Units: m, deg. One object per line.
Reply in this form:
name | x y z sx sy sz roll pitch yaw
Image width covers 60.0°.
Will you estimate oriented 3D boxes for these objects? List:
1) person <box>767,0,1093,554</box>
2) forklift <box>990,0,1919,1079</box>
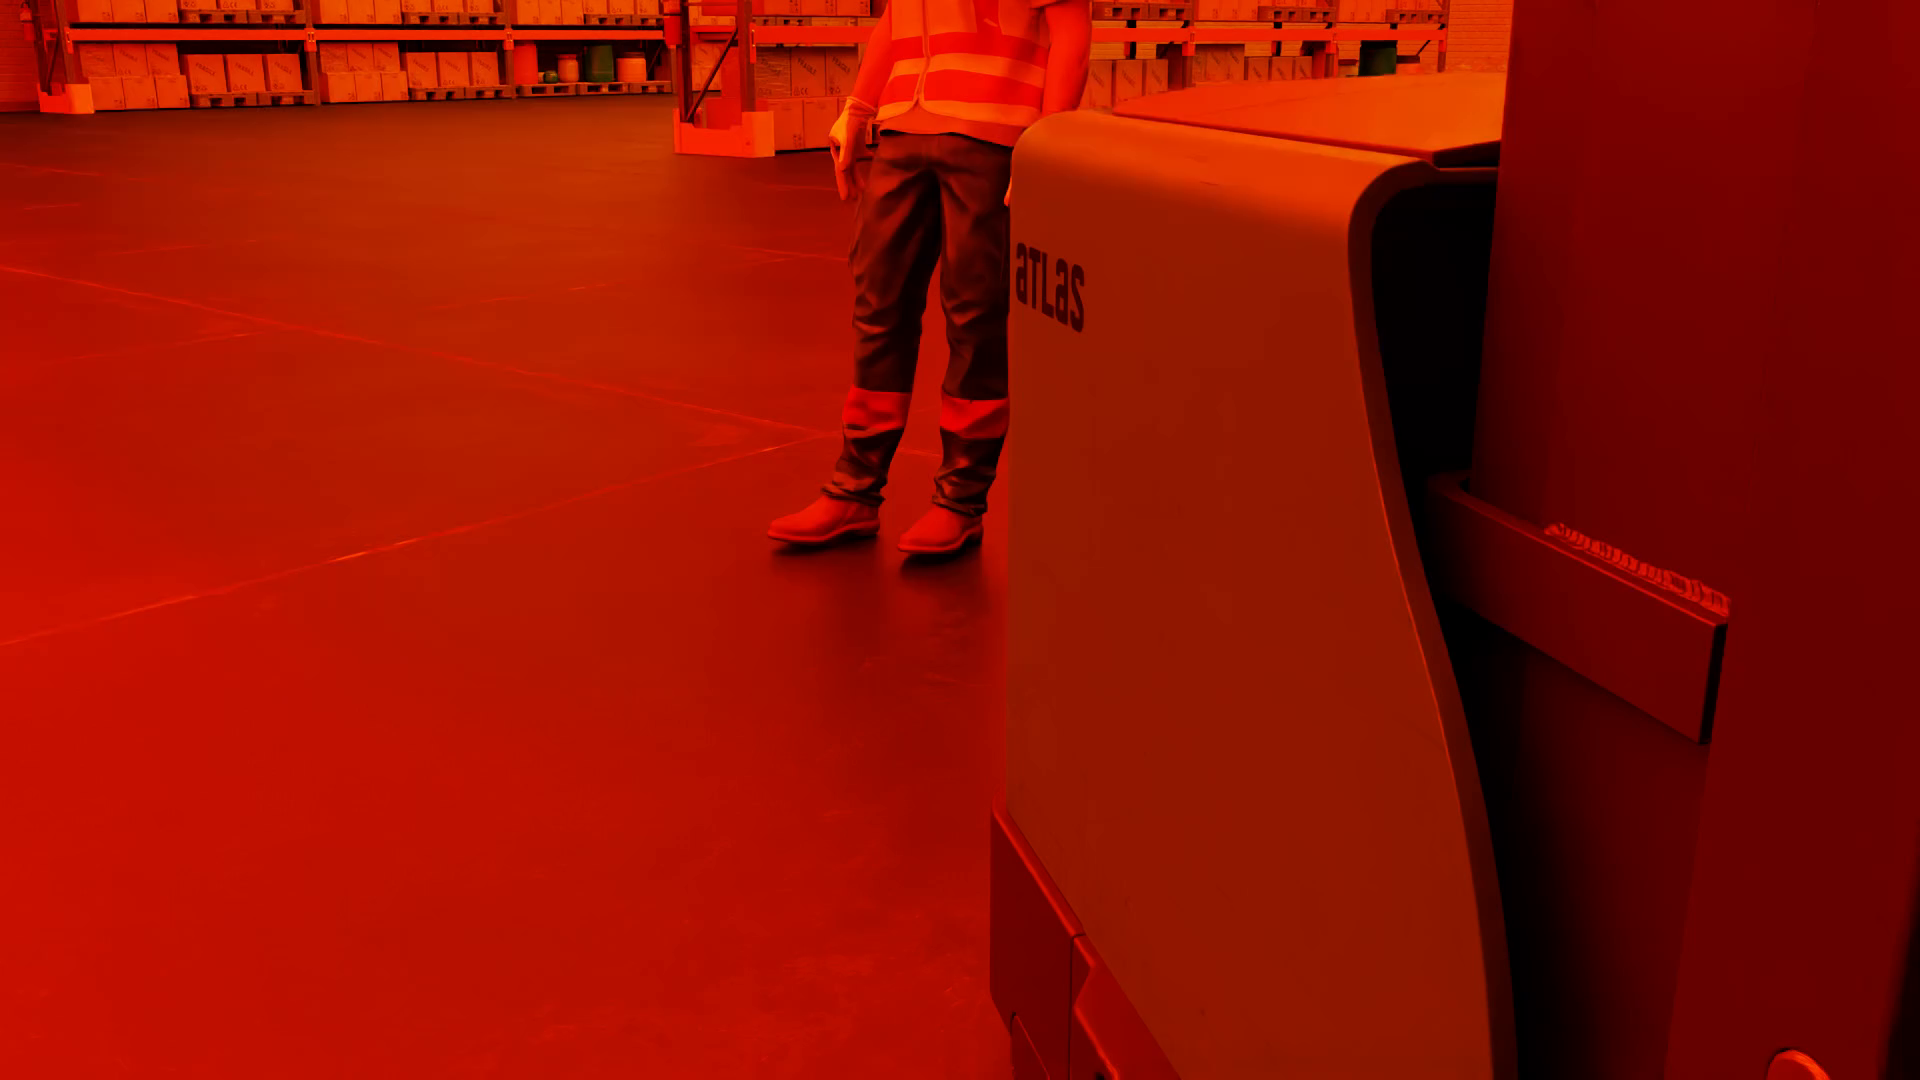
person | -0.061 -0.848 3.628 0.638 1.788 0.563 13 21 37
forklift | 0.907 -0.441 0.351 1.130 2.935 3.031 -4 17 -14
